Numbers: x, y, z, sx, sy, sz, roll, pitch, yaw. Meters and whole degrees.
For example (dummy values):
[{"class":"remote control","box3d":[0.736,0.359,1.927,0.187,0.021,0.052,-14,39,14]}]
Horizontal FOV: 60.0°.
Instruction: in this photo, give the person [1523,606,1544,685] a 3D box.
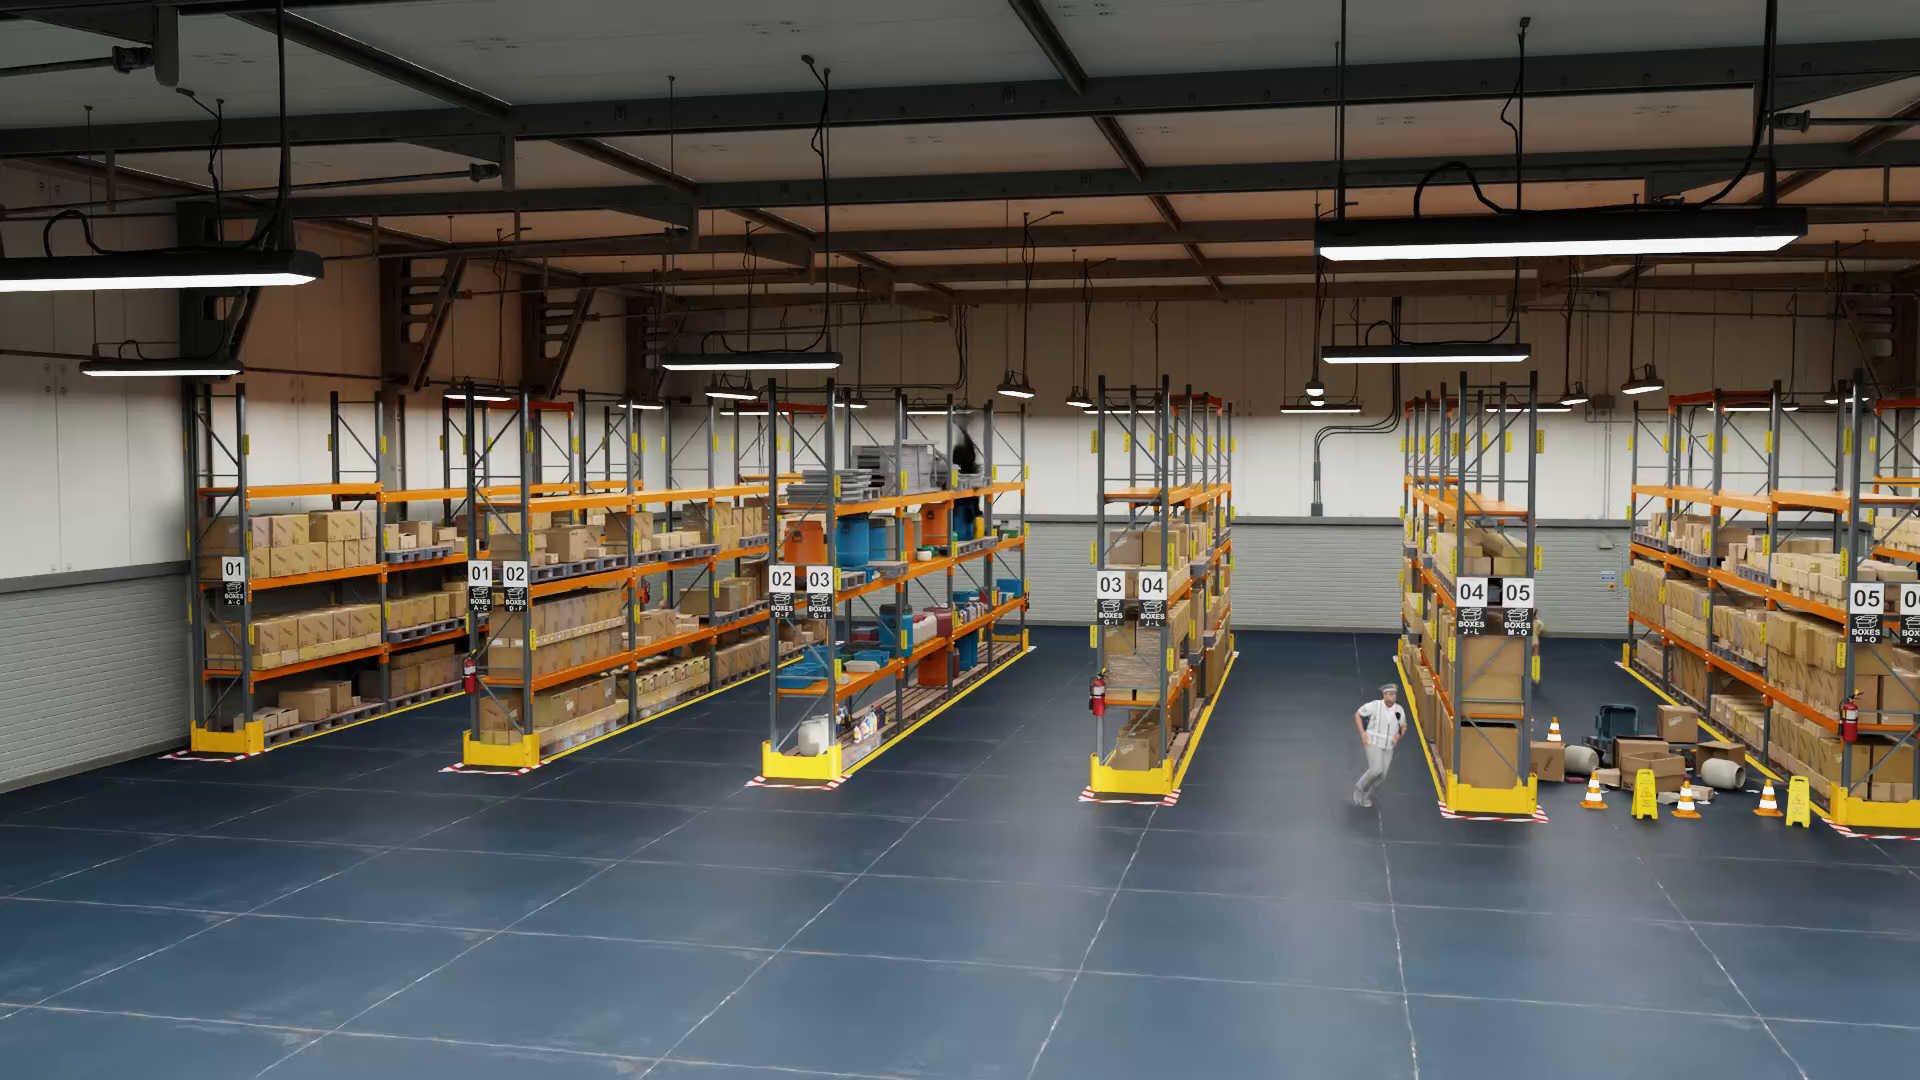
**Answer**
[{"class":"person","box3d":[11.771,2.208,34.328,0.579,1.693,0.846,1,3,12]}]

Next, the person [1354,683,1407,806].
[{"class":"person","box3d":[5.826,2.828,22.956,0.714,1.718,0.596,-1,3,-14]}]

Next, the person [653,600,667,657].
[{"class":"person","box3d":[-6.528,2.111,36.600,0.595,1.601,0.561,1,3,9]}]
